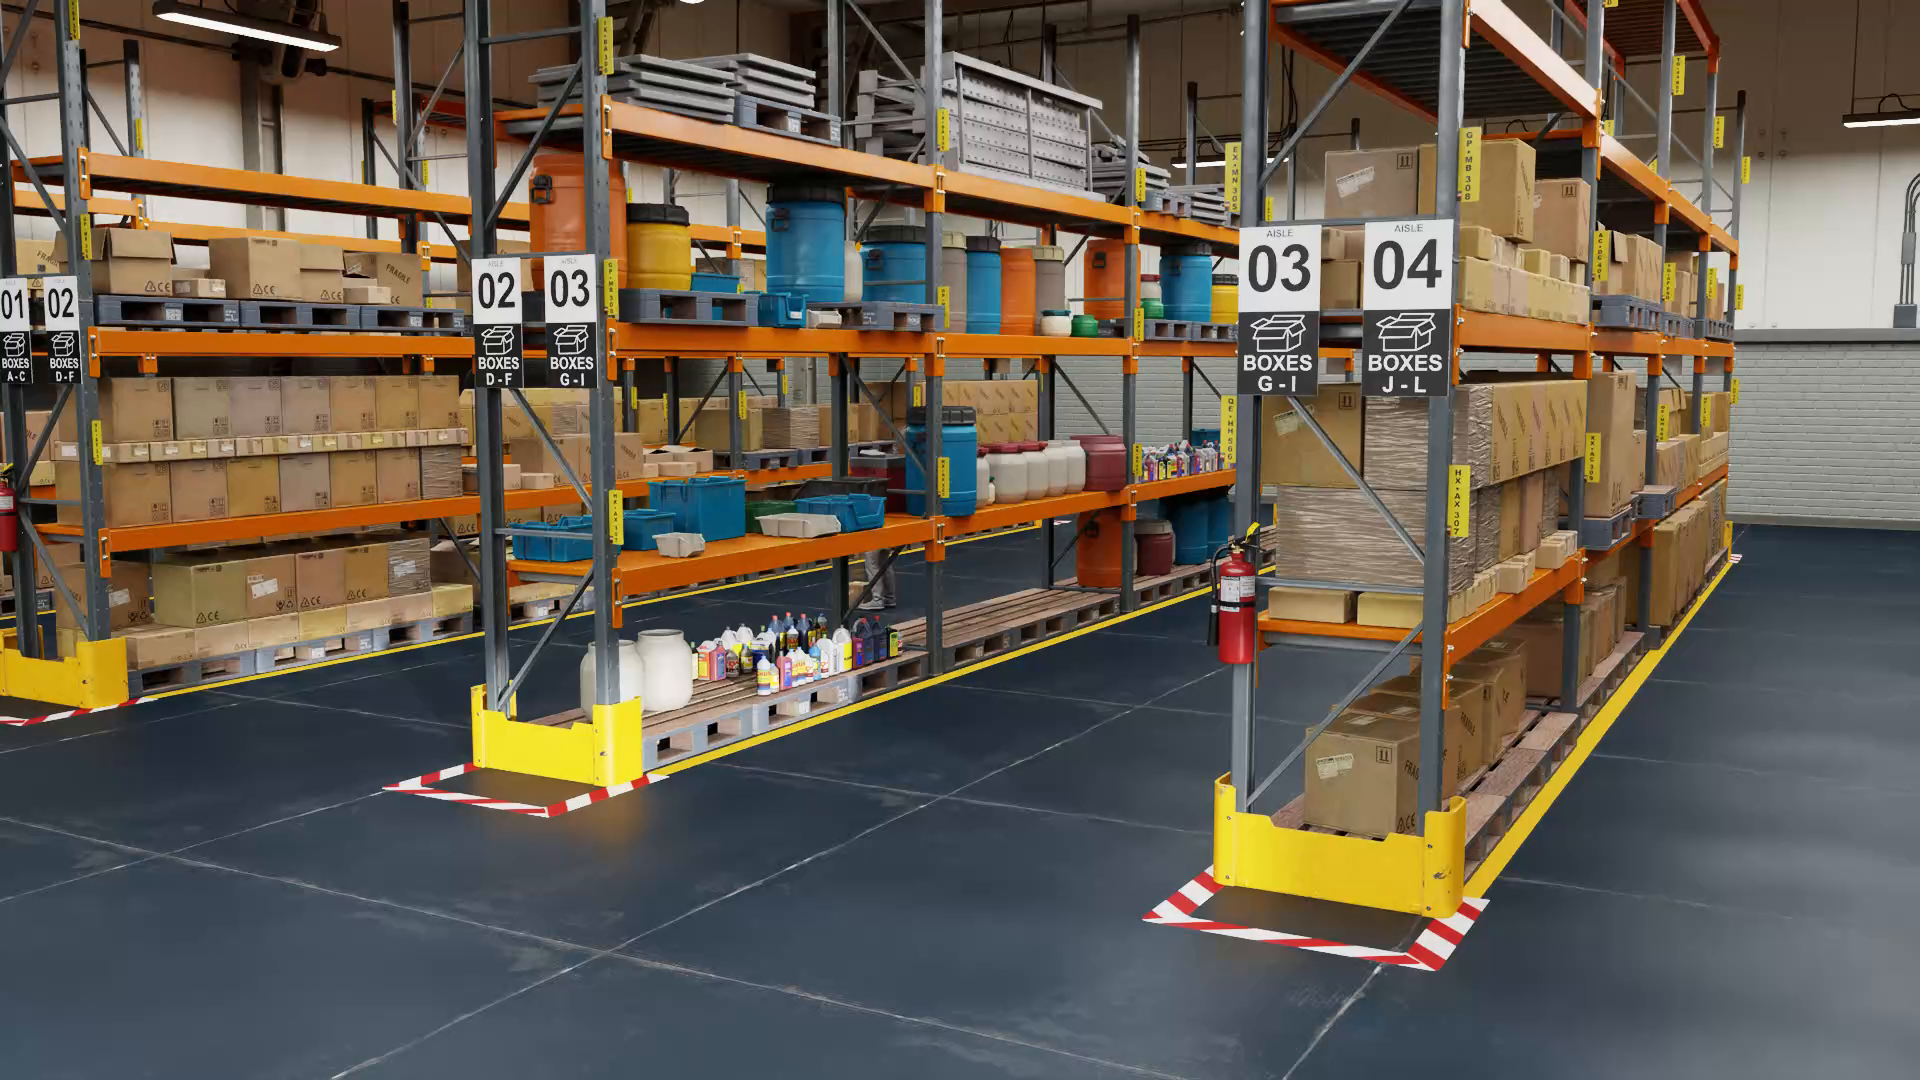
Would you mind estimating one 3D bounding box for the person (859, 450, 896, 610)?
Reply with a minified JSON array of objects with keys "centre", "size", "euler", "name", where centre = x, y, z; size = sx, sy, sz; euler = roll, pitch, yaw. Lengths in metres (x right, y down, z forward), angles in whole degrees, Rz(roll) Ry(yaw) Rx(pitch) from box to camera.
[{"centre":[-0.859,-0.109,17.380],"size":[0.379,1.663,0.535],"euler":[3,7,28],"name":"person"}]
